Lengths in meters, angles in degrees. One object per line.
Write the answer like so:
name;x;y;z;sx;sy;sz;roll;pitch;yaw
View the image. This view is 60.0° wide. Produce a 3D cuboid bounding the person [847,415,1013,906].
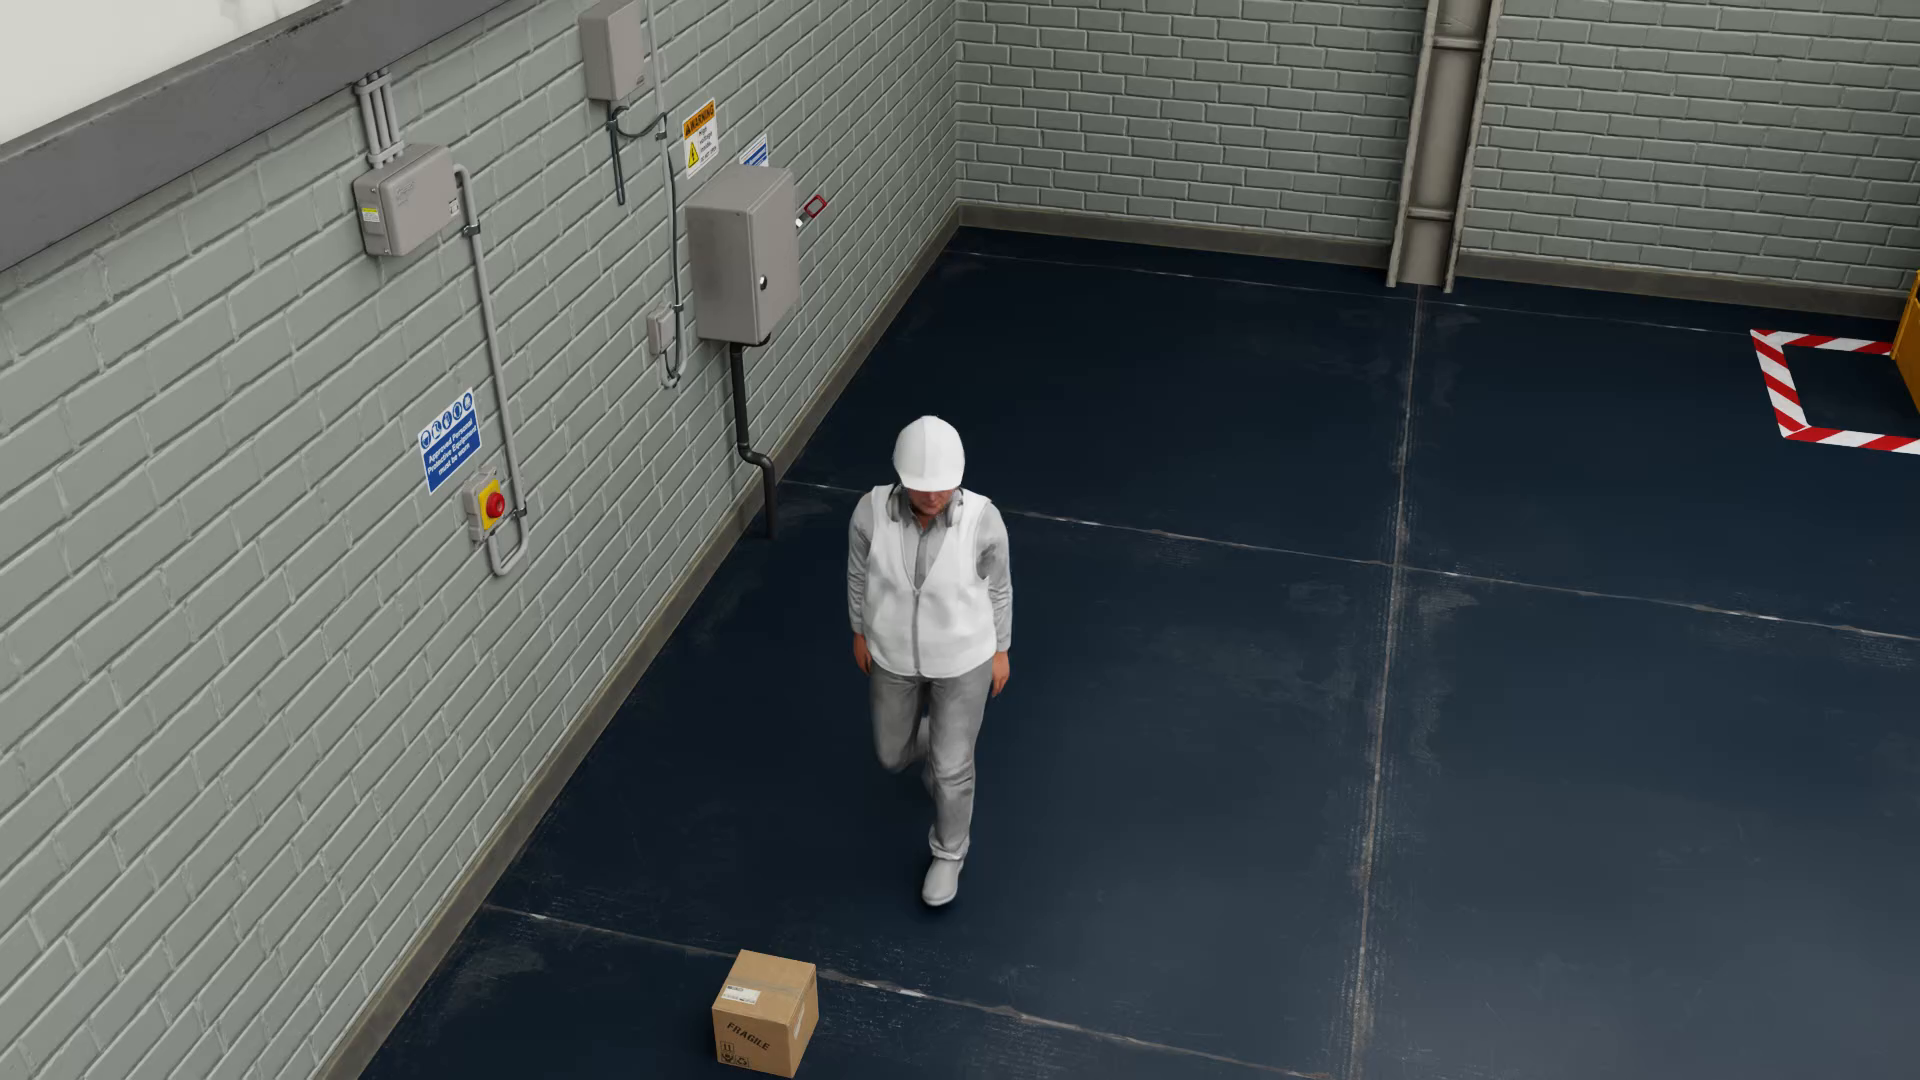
person;-0.104;0.346;5.564;0.552;1.764;0.737;7;33;11
